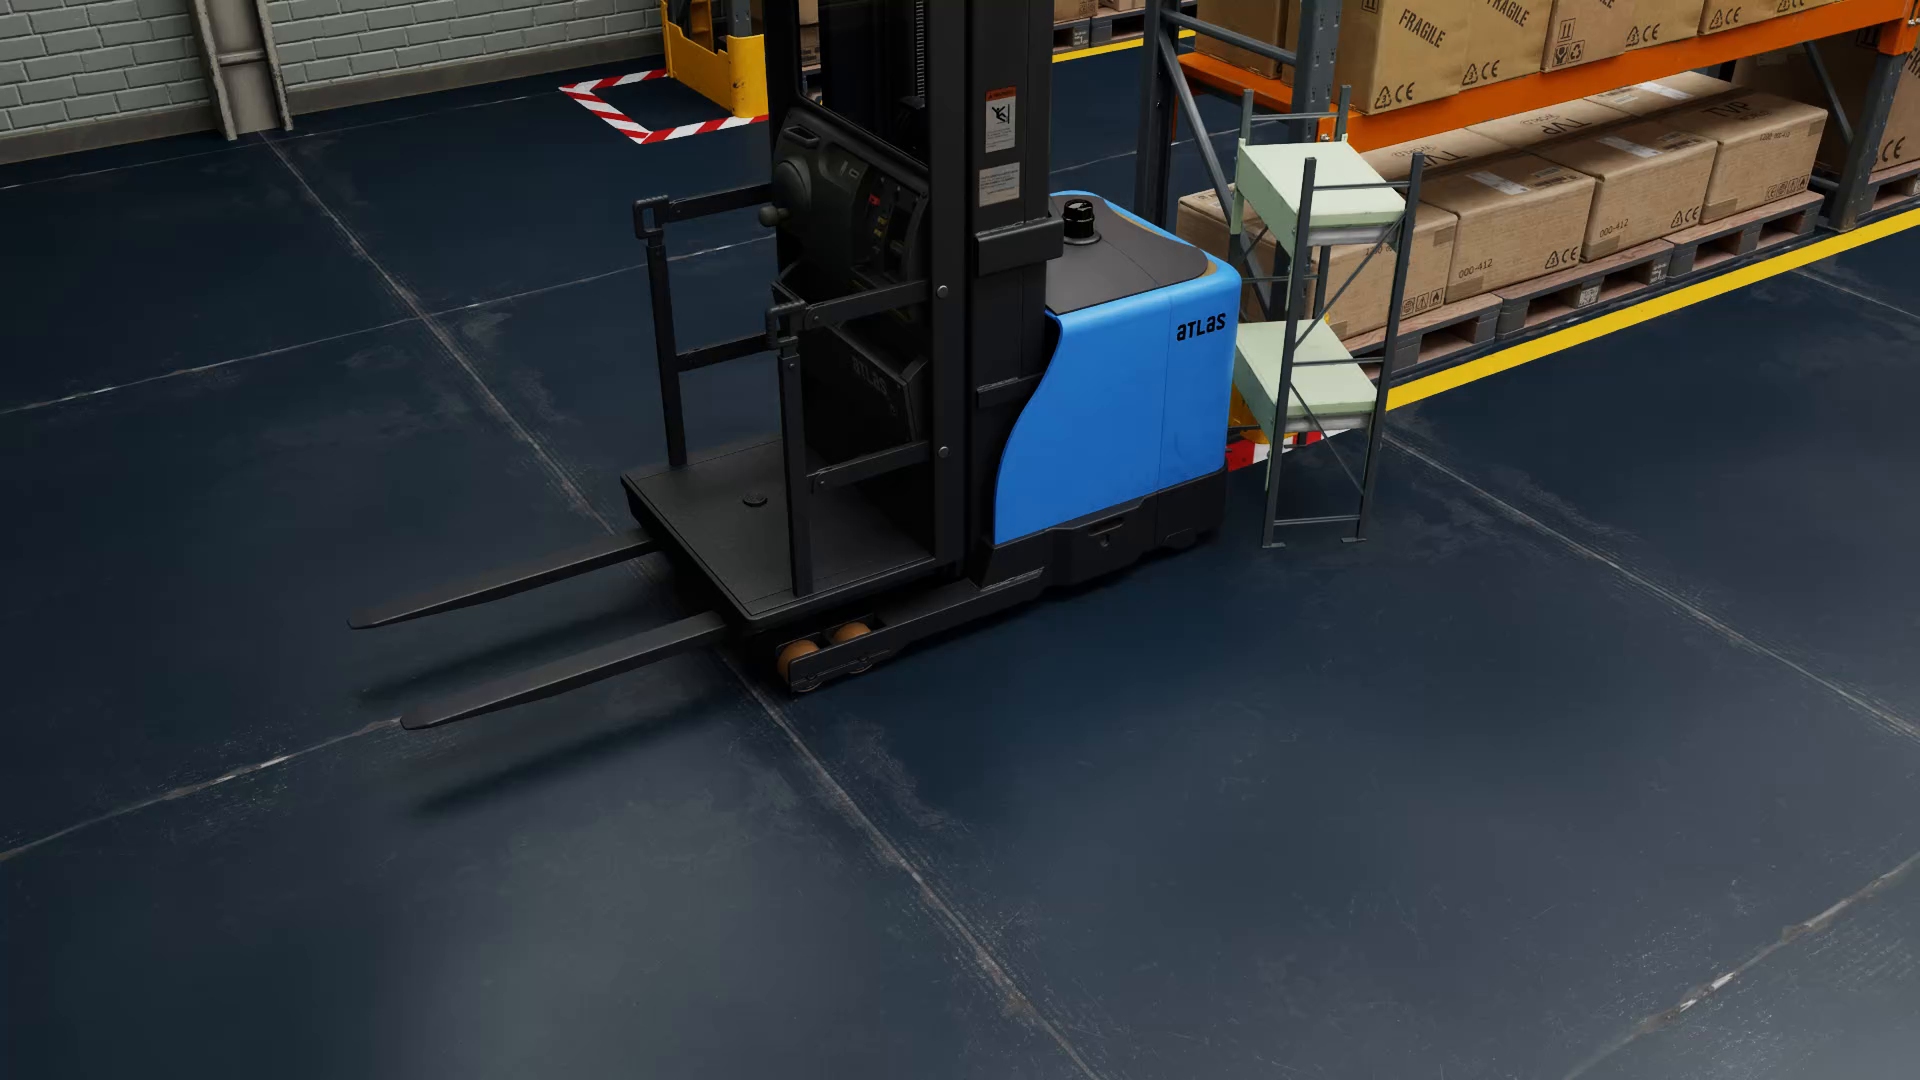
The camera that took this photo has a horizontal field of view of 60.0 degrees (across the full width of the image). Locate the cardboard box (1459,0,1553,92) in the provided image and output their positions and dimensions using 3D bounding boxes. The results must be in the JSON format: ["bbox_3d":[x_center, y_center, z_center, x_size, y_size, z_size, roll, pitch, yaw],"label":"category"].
[{"bbox_3d":[2.053,-2.180,6.801,0.500,0.500,0.500,-20,37,-28],"label":"cardboard box"}]

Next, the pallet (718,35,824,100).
[{"bbox_3d":[-0.875,-3.268,11.232,1.213,0.211,1.003,-19,37,-27],"label":"pallet"}]

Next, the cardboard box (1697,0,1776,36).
[{"bbox_3d":[3.350,-2.616,7.492,0.500,0.500,0.500,-20,37,-28],"label":"cardboard box"}]

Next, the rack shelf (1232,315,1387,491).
[{"bbox_3d":[1.274,-0.538,6.308,0.431,0.370,0.720,-4,32,-6],"label":"rack shelf"}]

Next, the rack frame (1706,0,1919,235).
[{"bbox_3d":[4.446,-3.126,8.394,0.127,3.000,1.000,-19,37,-27],"label":"rack frame"}]

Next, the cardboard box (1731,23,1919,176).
[{"bbox_3d":[4.924,-2.620,9.189,0.875,0.875,0.875,-18,36,-26],"label":"cardboard box"}]

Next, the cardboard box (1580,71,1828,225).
[{"bbox_3d":[3.860,-2.086,8.754,0.875,0.438,0.875,-20,37,-28],"label":"cardboard box"}]

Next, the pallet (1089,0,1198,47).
[{"bbox_3d":[1.176,-3.973,12.351,1.213,0.211,1.003,-19,37,-27],"label":"pallet"}]

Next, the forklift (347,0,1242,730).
[{"bbox_3d":[-0.536,-1.064,5.189,3.031,2.935,1.130,-18,37,-26],"label":"forklift"}]

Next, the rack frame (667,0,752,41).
[{"bbox_3d":[-1.609,-4.194,10.087,0.127,3.000,1.000,-19,37,-27],"label":"rack frame"}]

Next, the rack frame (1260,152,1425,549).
[{"bbox_3d":[1.323,-0.620,5.828,0.400,1.500,0.023,-4,32,-6],"label":"rack frame"}]

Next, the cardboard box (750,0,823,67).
[{"bbox_3d":[-1.043,-3.450,10.854,0.637,0.503,0.797,-21,38,-29],"label":"cardboard box"}]

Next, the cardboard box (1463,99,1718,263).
[{"bbox_3d":[3.108,-1.827,8.343,0.875,0.438,0.875,-20,37,-29],"label":"cardboard box"}]

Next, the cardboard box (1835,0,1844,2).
[{"bbox_3d":[4.194,-2.919,7.973,0.500,0.500,0.500,-19,37,-27],"label":"cardboard box"}]

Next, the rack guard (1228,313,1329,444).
[{"bbox_3d":[1.064,-0.905,7.217,0.348,0.500,1.175,-19,37,-27],"label":"rack guard"}]

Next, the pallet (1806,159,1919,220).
[{"bbox_3d":[5.054,-2.203,9.545,1.213,0.211,1.003,-19,37,-27],"label":"pallet"}]

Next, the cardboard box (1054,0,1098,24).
[{"bbox_3d":[0.569,-3.979,11.695,0.500,0.500,0.700,-20,38,-29],"label":"cardboard box"}]

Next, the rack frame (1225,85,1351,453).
[{"bbox_3d":[1.226,-1.008,6.441,0.400,1.500,0.023,-4,32,-6],"label":"rack frame"}]

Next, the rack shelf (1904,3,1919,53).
[{"bbox_3d":[6.127,-3.400,9.502,4.000,0.370,1.077,-19,37,-27],"label":"rack shelf"}]

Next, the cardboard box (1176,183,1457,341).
[{"bbox_3d":[1.584,-1.299,7.506,0.875,0.438,0.875,-20,38,-29],"label":"cardboard box"}]

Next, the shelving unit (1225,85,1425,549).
[{"bbox_3d":[1.274,-0.814,6.134,0.431,1.500,0.755,-4,32,-6],"label":"shelving unit"}]

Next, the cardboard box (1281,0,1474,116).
[{"bbox_3d":[1.643,-2.022,6.550,0.500,0.500,0.500,-19,37,-28],"label":"cardboard box"}]

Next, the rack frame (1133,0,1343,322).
[{"bbox_3d":[1.084,-1.969,6.561,0.127,3.000,1.000,-19,37,-27],"label":"rack frame"}]

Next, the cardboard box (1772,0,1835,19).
[{"bbox_3d":[3.765,-2.768,7.733,0.500,0.500,0.500,-20,37,-28],"label":"cardboard box"}]

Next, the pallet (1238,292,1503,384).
[{"bbox_3d":[1.713,-1.056,7.727,1.213,0.211,1.003,-19,37,-27],"label":"pallet"}]

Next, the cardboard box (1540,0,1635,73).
[{"bbox_3d":[2.490,-2.319,7.022,0.500,0.500,0.500,-19,37,-28],"label":"cardboard box"}]

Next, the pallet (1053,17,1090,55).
[{"bbox_3d":[0.149,-3.618,11.788,1.213,0.211,1.003,-19,37,-27],"label":"pallet"}]

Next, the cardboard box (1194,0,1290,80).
[{"bbox_3d":[1.346,-2.270,6.943,0.500,0.500,0.500,-19,37,-27],"label":"cardboard box"}]

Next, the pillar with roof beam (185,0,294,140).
[{"bbox_3d":[-2.031,-4.426,4.832,0.400,9.000,9.100,-19,37,-27],"label":"pillar with roof beam"}]

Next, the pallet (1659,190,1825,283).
[{"bbox_3d":[3.764,-1.762,8.845,1.213,0.211,1.003,-19,37,-27],"label":"pallet"}]

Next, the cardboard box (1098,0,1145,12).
[{"bbox_3d":[1.144,-3.976,11.910,0.258,0.266,0.396,-18,36,-26],"label":"cardboard box"}]

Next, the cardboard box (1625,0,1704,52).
[{"bbox_3d":[2.902,-2.472,7.263,0.500,0.500,0.500,-18,36,-26],"label":"cardboard box"}]

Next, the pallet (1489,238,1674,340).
[{"bbox_3d":[2.738,-1.407,8.282,1.213,0.211,1.003,-19,37,-27],"label":"pallet"}]

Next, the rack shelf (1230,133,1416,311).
[{"bbox_3d":[1.274,-1.144,5.926,0.431,0.370,0.720,-4,32,-6],"label":"rack shelf"}]

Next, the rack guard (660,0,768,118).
[{"bbox_3d":[-1.545,-3.159,10.789,0.348,0.500,1.175,-19,37,-27],"label":"rack guard"}]

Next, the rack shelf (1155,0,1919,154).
[{"bbox_3d":[2.765,-2.243,7.669,4.000,0.370,1.077,-19,37,-27],"label":"rack shelf"}]

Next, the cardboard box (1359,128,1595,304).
[{"bbox_3d":[2.349,-1.567,7.931,0.875,0.438,0.875,-18,36,-26],"label":"cardboard box"}]
